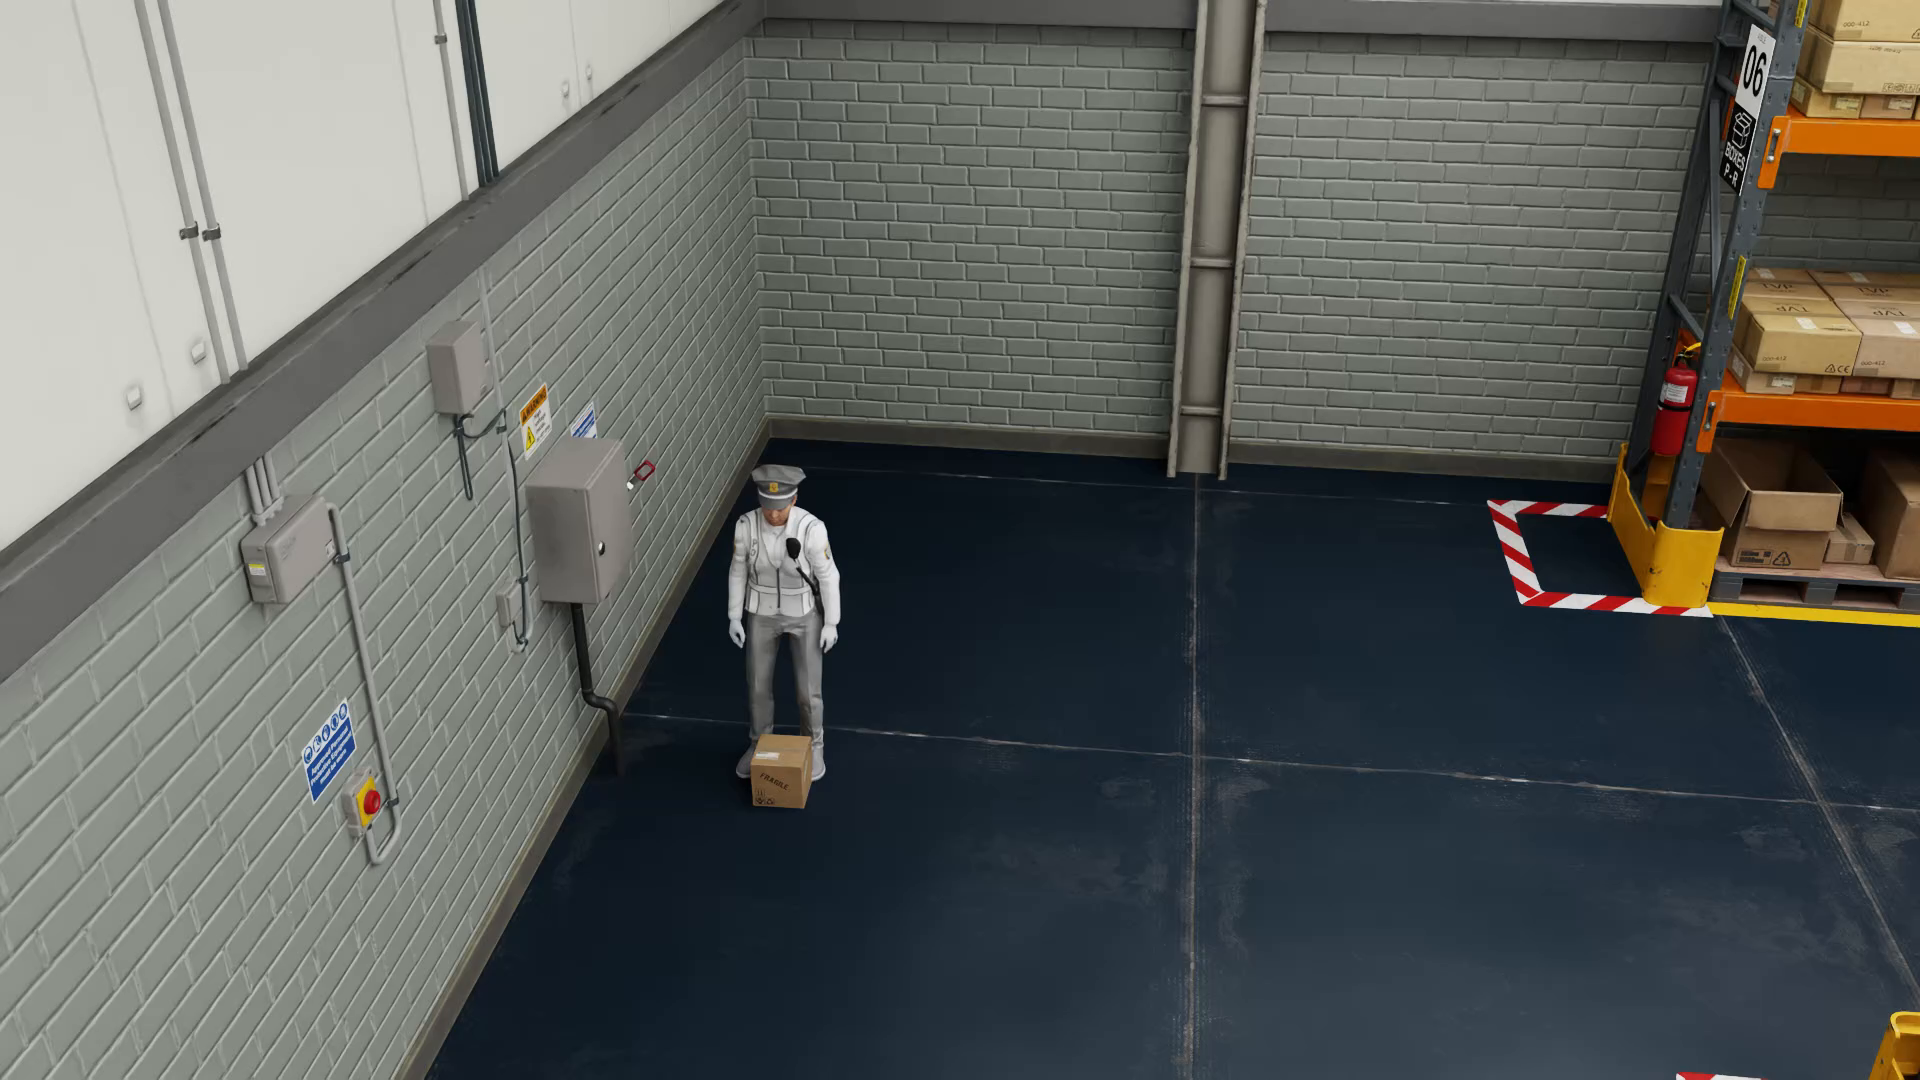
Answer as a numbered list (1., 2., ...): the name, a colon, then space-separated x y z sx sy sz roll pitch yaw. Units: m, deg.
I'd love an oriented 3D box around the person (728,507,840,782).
1. person: -0.834 0.467 7.969 0.538 1.464 0.352 3 29 5
